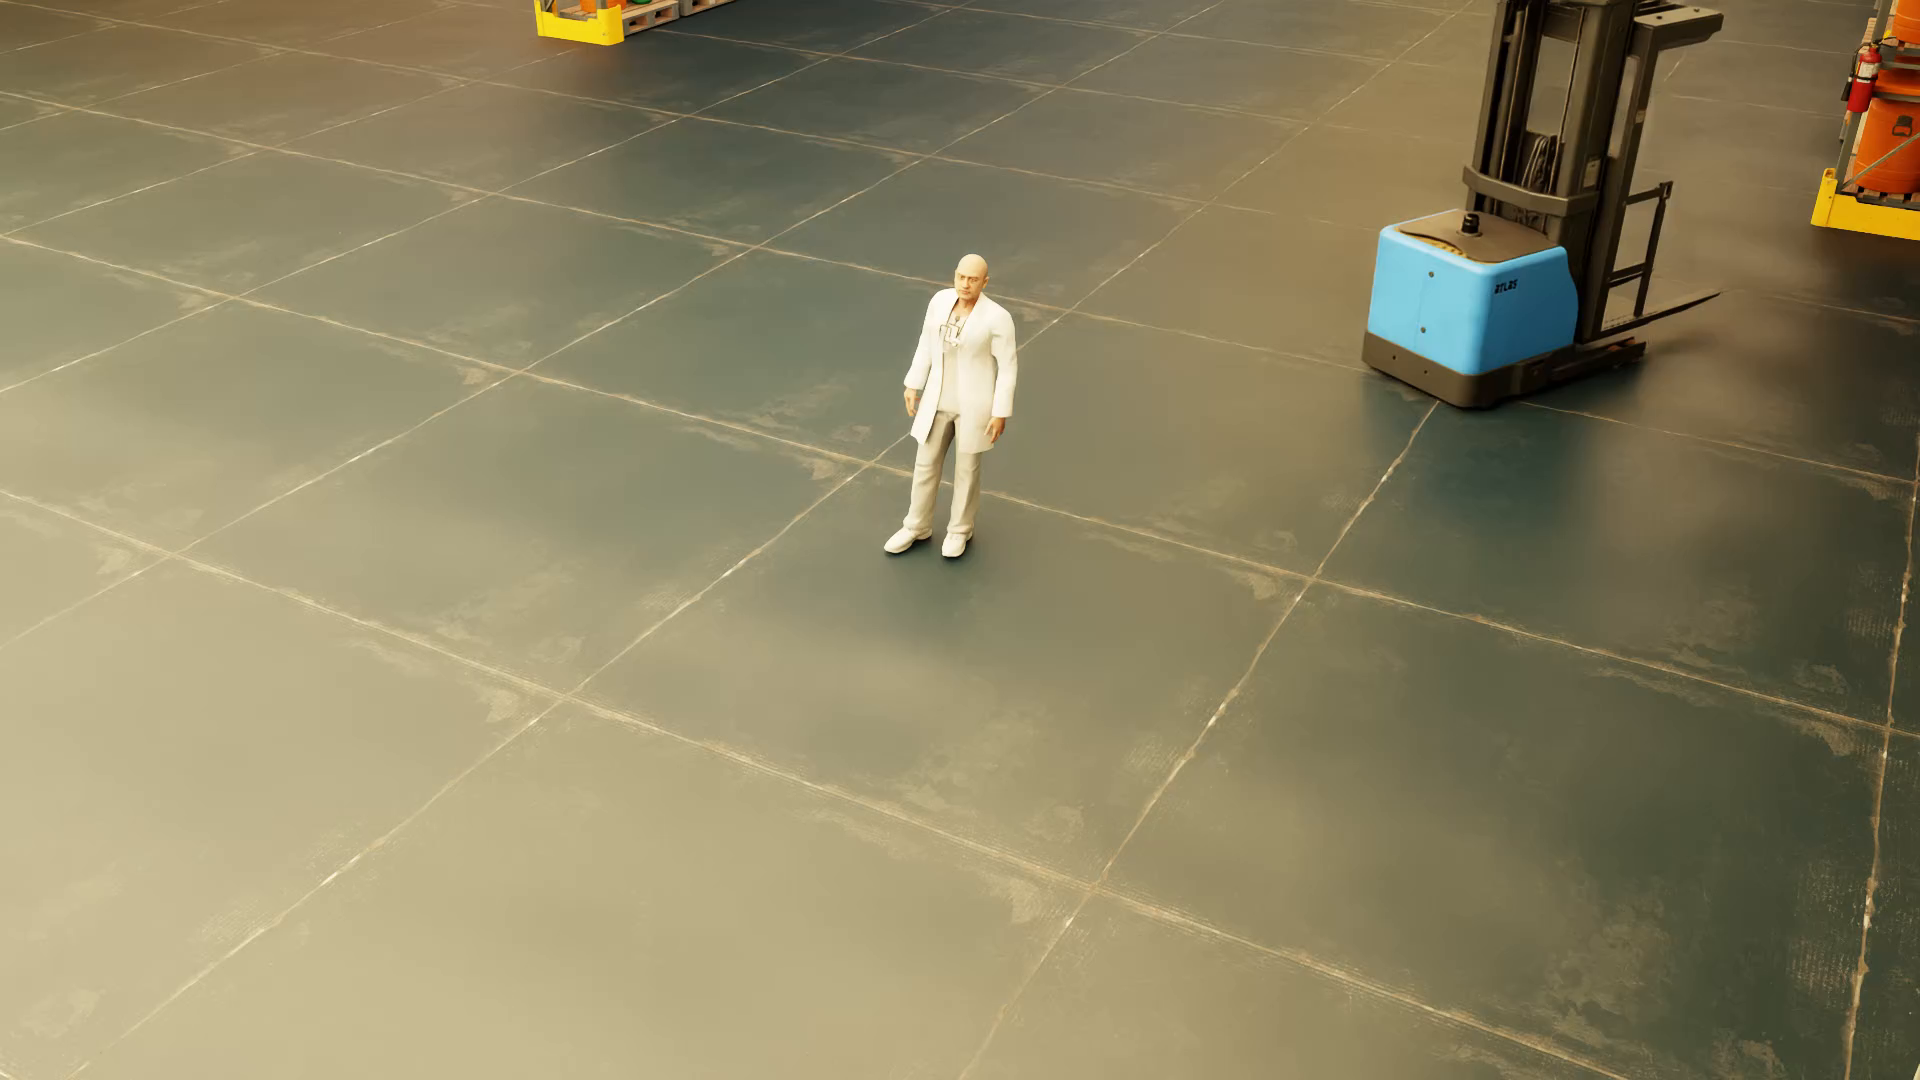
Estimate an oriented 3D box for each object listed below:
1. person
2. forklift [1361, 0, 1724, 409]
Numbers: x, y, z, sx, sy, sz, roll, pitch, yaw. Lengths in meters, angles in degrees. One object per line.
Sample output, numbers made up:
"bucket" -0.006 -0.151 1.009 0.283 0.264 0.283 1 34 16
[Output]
"person" -0.048 -0.738 9.488 0.696 1.776 0.581 15 33 25
"forklift" 4.447 -2.729 11.799 3.031 2.935 1.130 -18 34 -28
